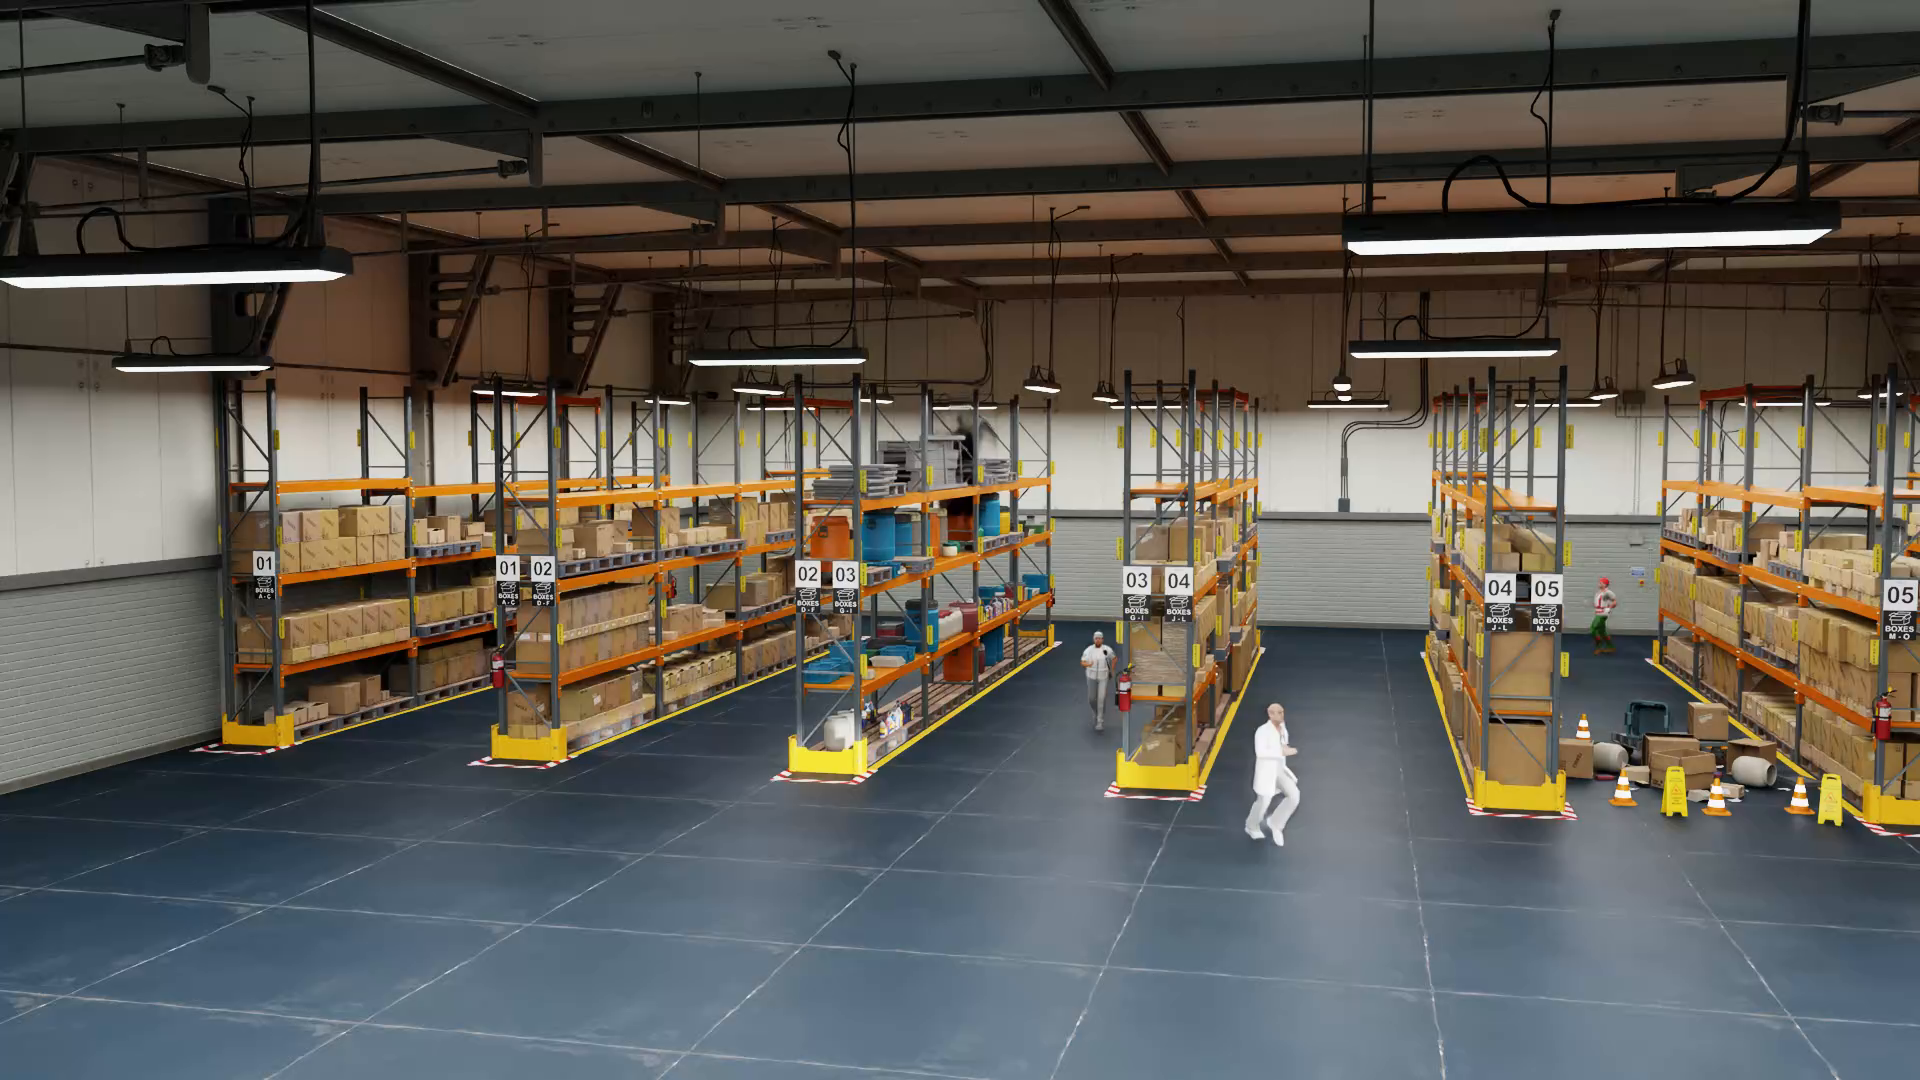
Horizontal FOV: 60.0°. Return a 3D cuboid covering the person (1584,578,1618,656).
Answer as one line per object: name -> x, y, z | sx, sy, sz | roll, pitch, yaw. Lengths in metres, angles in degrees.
person -> 14.930, 1.784, 38.749 | 0.705, 1.823, 0.632 | 0, 3, 6

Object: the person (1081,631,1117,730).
person -> 2.412, 2.416, 28.979 | 0.607, 1.651, 0.941 | 1, 4, 13

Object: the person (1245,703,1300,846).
person -> 3.858, 2.884, 20.544 | 0.752, 1.770, 0.885 | -3, 4, -38
